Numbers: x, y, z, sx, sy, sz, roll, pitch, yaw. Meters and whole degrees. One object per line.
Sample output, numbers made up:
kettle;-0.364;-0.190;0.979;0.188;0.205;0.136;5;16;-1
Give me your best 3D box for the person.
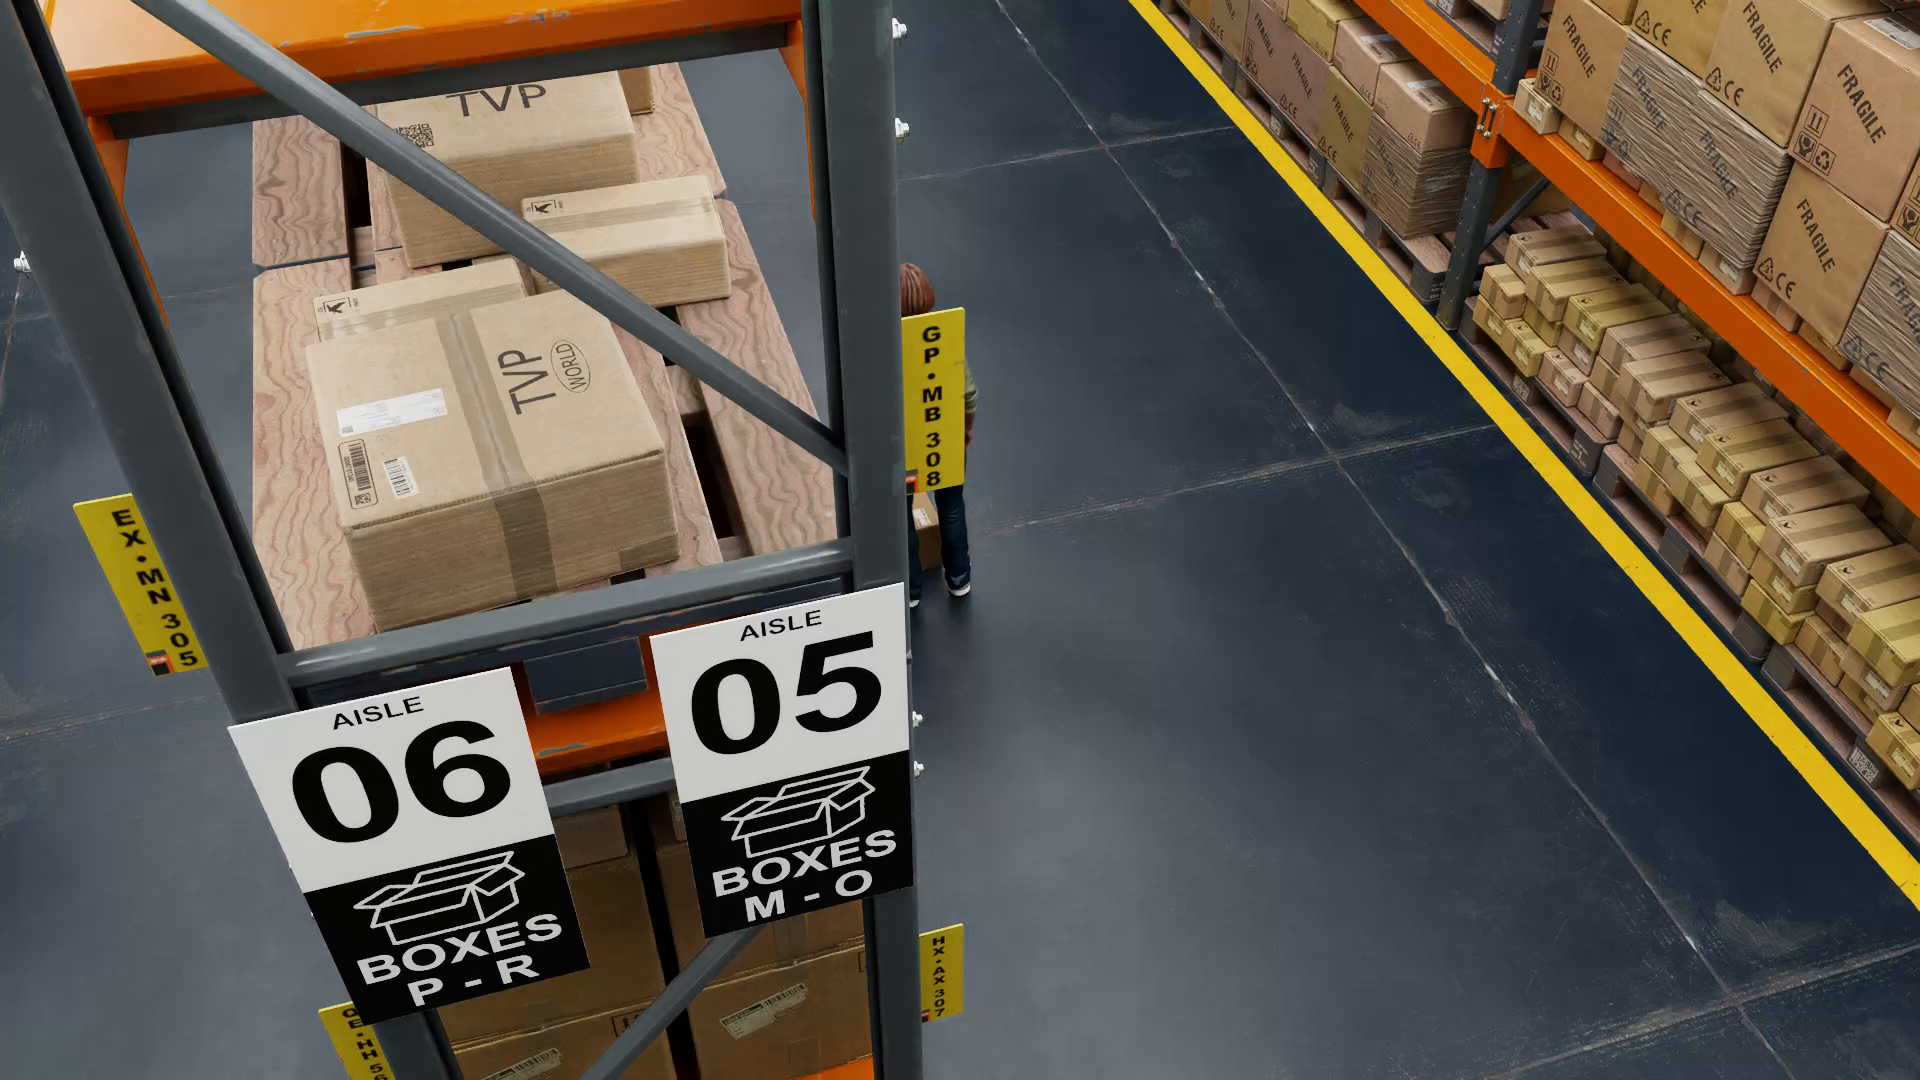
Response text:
person;-0.156;-0.372;6.571;0.466;1.592;0.349;-12;44;-13
